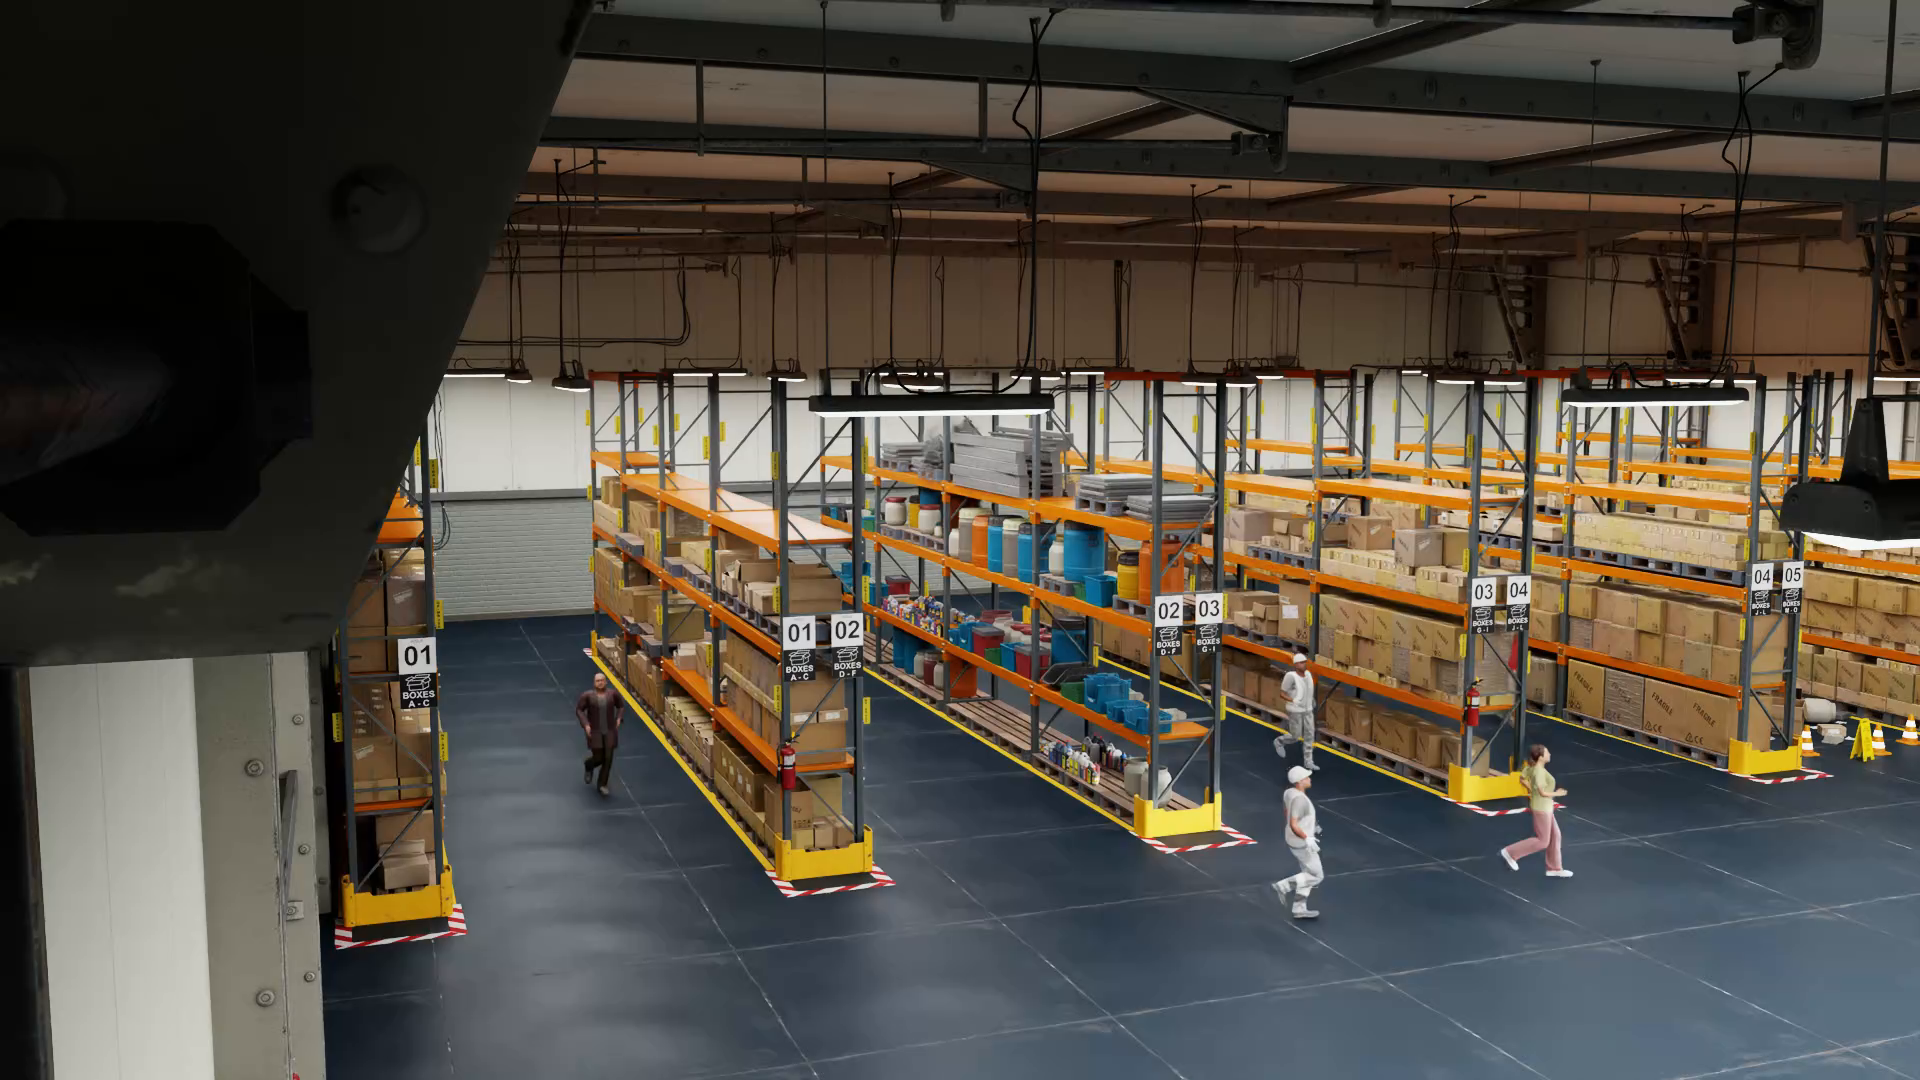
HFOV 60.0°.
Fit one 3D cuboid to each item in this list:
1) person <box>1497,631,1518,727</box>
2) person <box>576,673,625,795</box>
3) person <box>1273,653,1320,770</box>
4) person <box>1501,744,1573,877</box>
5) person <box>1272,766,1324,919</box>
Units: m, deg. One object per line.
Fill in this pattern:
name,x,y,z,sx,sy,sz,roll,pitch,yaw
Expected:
person,9.373,2.306,28.368,0.672,1.713,0.905,-2,7,-19
person,-5.192,2.785,24.118,0.705,1.750,0.687,-3,7,-23
person,5.185,2.608,25.407,0.696,1.763,0.925,-4,8,-32
person,6.997,3.269,20.127,0.867,1.639,0.589,1,6,7
person,3.793,3.393,18.671,0.603,1.743,0.656,0,6,-1
